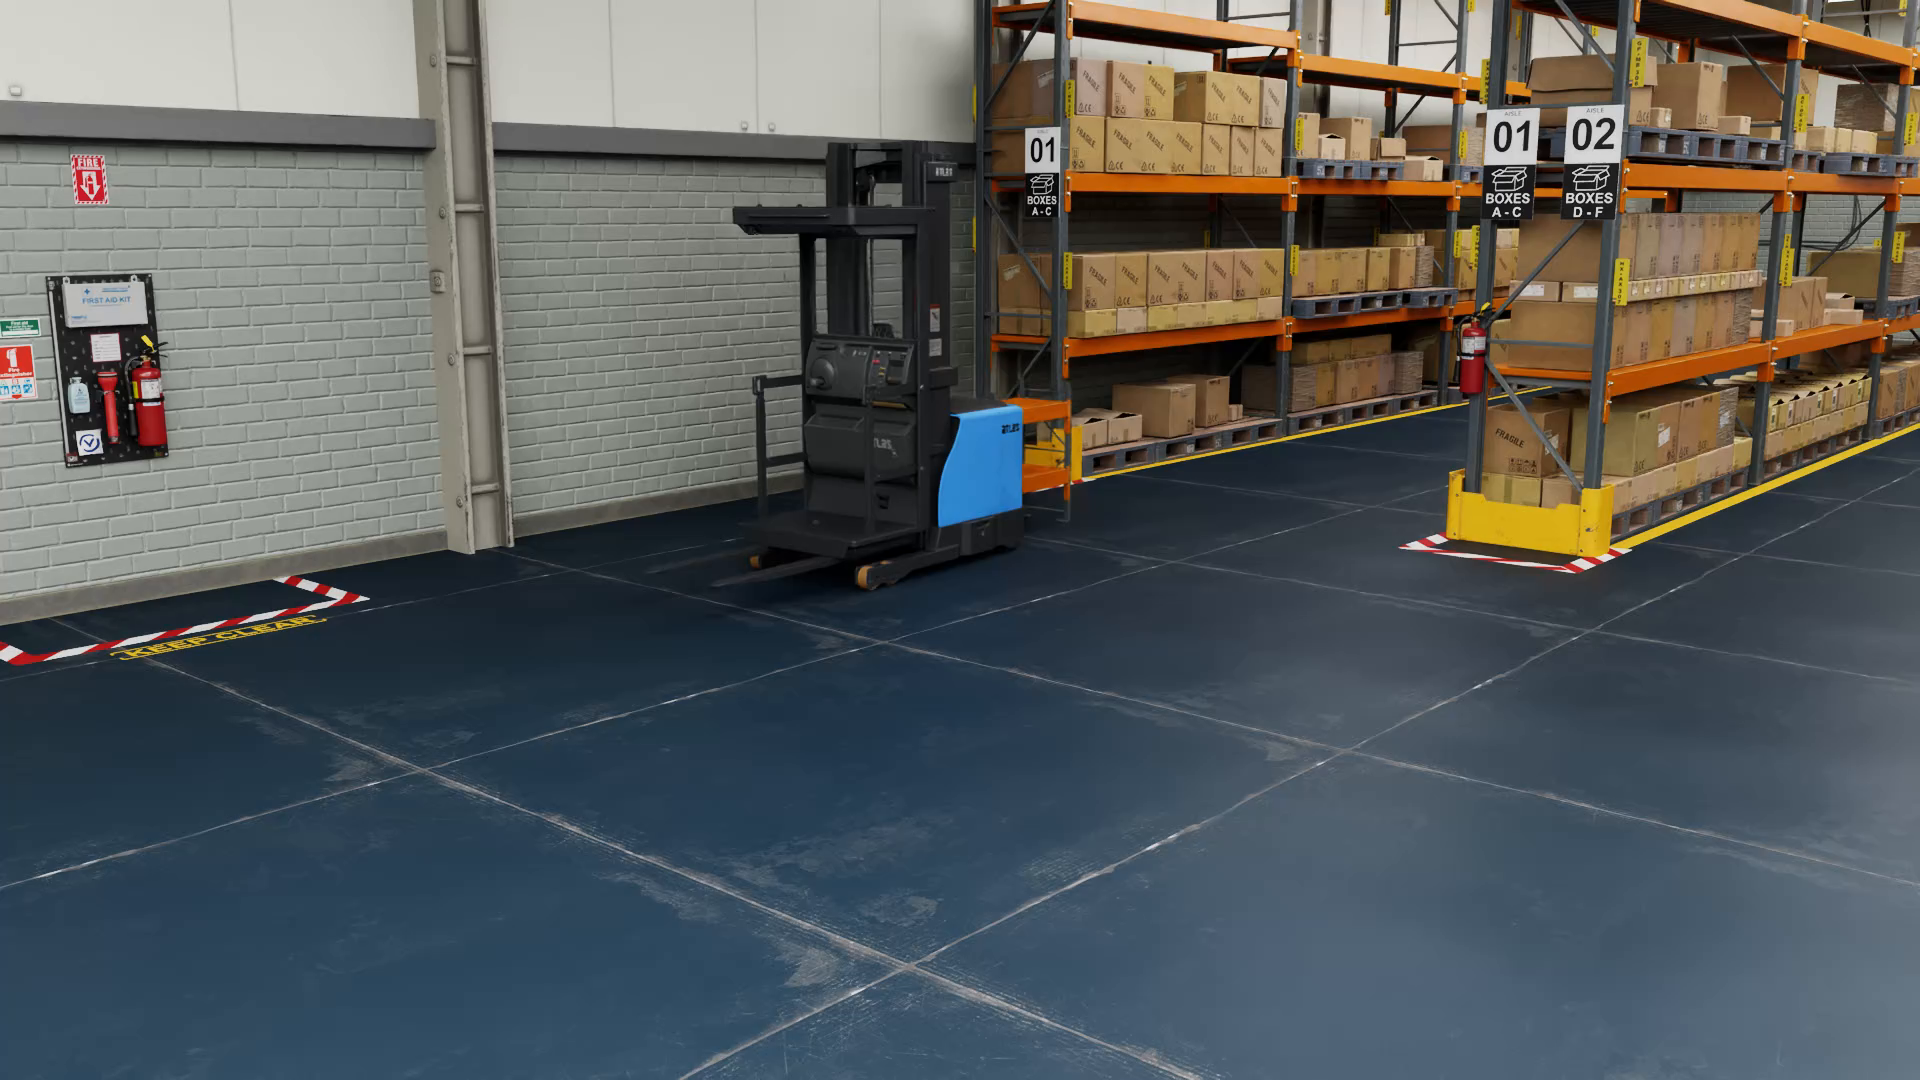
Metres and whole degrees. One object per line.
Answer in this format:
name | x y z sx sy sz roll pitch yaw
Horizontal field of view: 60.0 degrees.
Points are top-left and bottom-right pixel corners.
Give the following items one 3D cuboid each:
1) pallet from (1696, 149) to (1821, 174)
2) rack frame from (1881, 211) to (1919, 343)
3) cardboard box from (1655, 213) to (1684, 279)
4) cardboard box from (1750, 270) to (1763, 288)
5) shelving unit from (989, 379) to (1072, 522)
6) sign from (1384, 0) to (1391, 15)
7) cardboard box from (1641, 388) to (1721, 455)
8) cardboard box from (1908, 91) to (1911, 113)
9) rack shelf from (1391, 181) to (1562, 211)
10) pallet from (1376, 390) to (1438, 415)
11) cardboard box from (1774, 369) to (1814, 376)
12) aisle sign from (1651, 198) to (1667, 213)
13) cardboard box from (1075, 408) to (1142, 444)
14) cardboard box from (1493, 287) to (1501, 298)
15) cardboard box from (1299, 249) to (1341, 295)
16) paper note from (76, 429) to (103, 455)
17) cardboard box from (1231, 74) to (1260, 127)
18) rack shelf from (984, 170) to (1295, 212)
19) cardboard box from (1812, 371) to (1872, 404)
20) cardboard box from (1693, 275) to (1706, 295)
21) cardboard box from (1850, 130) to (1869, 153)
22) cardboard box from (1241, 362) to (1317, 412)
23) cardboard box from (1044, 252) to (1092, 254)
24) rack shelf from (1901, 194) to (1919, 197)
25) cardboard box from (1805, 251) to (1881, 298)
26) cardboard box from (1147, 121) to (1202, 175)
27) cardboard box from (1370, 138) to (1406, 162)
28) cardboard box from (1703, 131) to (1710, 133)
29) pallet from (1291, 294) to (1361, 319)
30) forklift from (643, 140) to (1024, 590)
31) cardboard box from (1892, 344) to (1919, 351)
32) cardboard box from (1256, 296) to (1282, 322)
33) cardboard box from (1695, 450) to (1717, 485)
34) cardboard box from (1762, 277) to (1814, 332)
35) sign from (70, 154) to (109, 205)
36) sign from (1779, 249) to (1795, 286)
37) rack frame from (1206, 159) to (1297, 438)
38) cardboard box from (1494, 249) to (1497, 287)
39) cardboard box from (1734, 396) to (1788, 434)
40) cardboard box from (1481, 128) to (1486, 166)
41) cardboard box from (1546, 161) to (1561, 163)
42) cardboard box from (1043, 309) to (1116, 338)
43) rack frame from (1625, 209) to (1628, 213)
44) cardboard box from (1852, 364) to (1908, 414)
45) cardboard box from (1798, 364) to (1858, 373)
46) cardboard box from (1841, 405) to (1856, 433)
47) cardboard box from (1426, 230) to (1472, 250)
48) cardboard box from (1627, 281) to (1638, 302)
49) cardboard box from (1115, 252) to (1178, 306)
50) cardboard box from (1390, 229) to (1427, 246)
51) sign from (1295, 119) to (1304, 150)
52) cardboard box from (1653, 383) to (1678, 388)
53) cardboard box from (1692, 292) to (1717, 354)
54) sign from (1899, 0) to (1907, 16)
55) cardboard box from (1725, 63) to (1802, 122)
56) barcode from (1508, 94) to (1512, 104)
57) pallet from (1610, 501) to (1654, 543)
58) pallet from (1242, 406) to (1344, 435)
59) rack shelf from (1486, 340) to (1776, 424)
pallet | 7.500 -3.540 15.608 0.805 0.209 1.217 9 14 38
rack frame | 12.208 -3.209 21.118 1.000 3.000 0.127 10 15 40
cardboard box | 5.315 -2.356 13.279 0.700 0.500 0.500 10 15 41
cardboard box | 6.909 -2.331 14.813 0.380 0.149 0.250 10 15 40
shelving unit | 0.375 -0.653 13.110 0.538 1.125 1.048 9 14 37
sign | 5.425 -6.809 21.037 0.100 0.325 0.005 10 15 40
cardboard box | 6.120 -1.014 14.165 0.500 0.500 0.500 10 15 40
cardboard box | 10.197 -4.769 18.463 0.500 0.500 0.500 10 15 40
rack shelf | 7.165 -4.673 22.625 1.077 0.370 4.000 10 15 40
pallet | 5.328 -1.778 21.074 1.003 0.211 1.213 10 15 40
cardboard box | 9.002 -1.714 18.149 0.500 0.311 0.500 10 15 42
aisle sign | 11.398 -5.684 26.873 0.394 0.787 0.004 10 15 40
cardboard box | 1.464 -1.154 16.574 0.500 0.311 0.500 -11 15 -43
cardboard box | 7.064 -3.358 22.456 0.380 0.149 0.250 10 15 41
cardboard box | 3.940 -3.088 19.136 0.500 0.500 0.700 -10 15 -42
paper note | -5.413 -0.607 10.343 0.016 0.148 0.142 10 15 40
cardboard box | 2.721 -4.501 17.068 0.500 0.500 0.500 11 16 43
rack shelf | 1.884 -3.496 16.732 1.077 0.370 4.000 10 15 40
cardboard box | 9.407 -1.644 17.799 0.500 0.311 0.500 10 15 42
cardboard box | 5.897 -2.105 13.681 0.380 0.149 0.250 10 15 42
cardboard box | 8.978 -4.070 17.083 0.500 0.250 0.500 10 15 42
cardboard box | 3.677 -1.772 19.184 0.700 0.500 0.500 10 15 42
cardboard box | 1.055 -2.557 16.271 0.500 0.500 0.500 10 15 41
rack shelf | 13.529 -4.621 22.368 1.077 0.370 4.000 10 15 40
cardboard box | 9.899 -2.982 18.657 0.700 0.500 0.500 4 12 21
cardboard box | 2.031 -3.863 16.427 0.500 0.500 0.500 11 16 44
cardboard box | 4.919 -4.613 20.175 0.637 0.503 0.797 -10 15 -40
cardboard box | 5.746 -3.602 13.735 0.637 0.503 0.797 -10 15 -41
pallet | 3.818 -2.671 18.916 1.003 0.211 1.213 10 15 40
forklift | -0.823 -1.212 11.296 1.130 2.935 3.031 9 14 37
cardboard box | 12.371 -2.319 21.923 0.500 0.500 0.500 10 15 40
cardboard box | 3.119 -2.499 17.896 0.500 0.250 0.500 10 15 40
cardboard box | 6.129 -0.645 14.230 0.500 0.250 0.500 10 15 40
cardboard box | 8.125 -2.343 16.527 0.500 0.500 0.500 10 15 40
sign | -5.325 -2.205 10.174 0.001 0.298 0.199 10 15 40
sign | 7.345 -2.424 14.774 0.100 0.325 0.005 10 15 40
rack frame | 3.204 -2.672 18.429 1.000 3.000 0.127 10 15 40
cardboard box | 6.710 -3.579 21.906 0.500 0.500 0.500 10 15 42
cardboard box | 7.387 -1.193 15.541 0.500 0.311 0.500 10 15 41
cardboard box | 6.807 -5.239 22.247 0.700 0.500 0.500 11 16 43
cardboard box | 8.761 -5.632 24.648 0.500 0.250 0.500 10 15 41
cardboard box | 1.124 -2.050 15.649 0.500 0.250 0.500 9 15 39
rack frame | 11.125 -4.437 27.268 1.000 3.000 0.127 10 15 40
cardboard box | 10.424 -1.718 18.913 0.500 0.500 0.500 9 14 38
cardboard box | 10.009 -1.778 19.214 0.500 0.500 0.500 11 15 43
cardboard box | 9.066 -1.293 17.472 0.500 0.250 0.500 10 15 40
cardboard box | 6.357 -3.870 21.450 0.500 0.250 0.500 10 15 42
cardboard box | 4.880 -1.879 12.551 0.380 0.149 0.250 9 15 39
cardboard box | 1.784 -2.565 16.313 0.500 0.500 0.500 9 14 39
cardboard box | 5.949 -3.933 21.763 0.500 0.250 0.500 10 15 42
sign | 3.617 -4.327 17.739 0.100 0.325 0.005 10 15 40
cardboard box | 6.062 -1.155 14.867 0.500 0.500 0.500 10 15 40
cardboard box | 5.962 -1.863 14.124 0.700 0.500 0.500 10 15 41
sign | 11.813 -6.720 20.796 0.100 0.325 0.005 10 15 40
cardboard box | 7.364 -4.088 15.260 0.500 0.500 0.500 10 15 41
barcode | 4.124 -3.306 12.462 0.001 0.075 0.075 10 15 40
pallet | 4.760 -0.194 13.142 1.003 0.211 1.213 10 15 40
pallet | 3.717 -1.419 19.276 1.003 0.211 1.213 10 15 40
rack shelf | 5.607 -1.385 13.822 1.077 0.370 4.000 10 15 40
